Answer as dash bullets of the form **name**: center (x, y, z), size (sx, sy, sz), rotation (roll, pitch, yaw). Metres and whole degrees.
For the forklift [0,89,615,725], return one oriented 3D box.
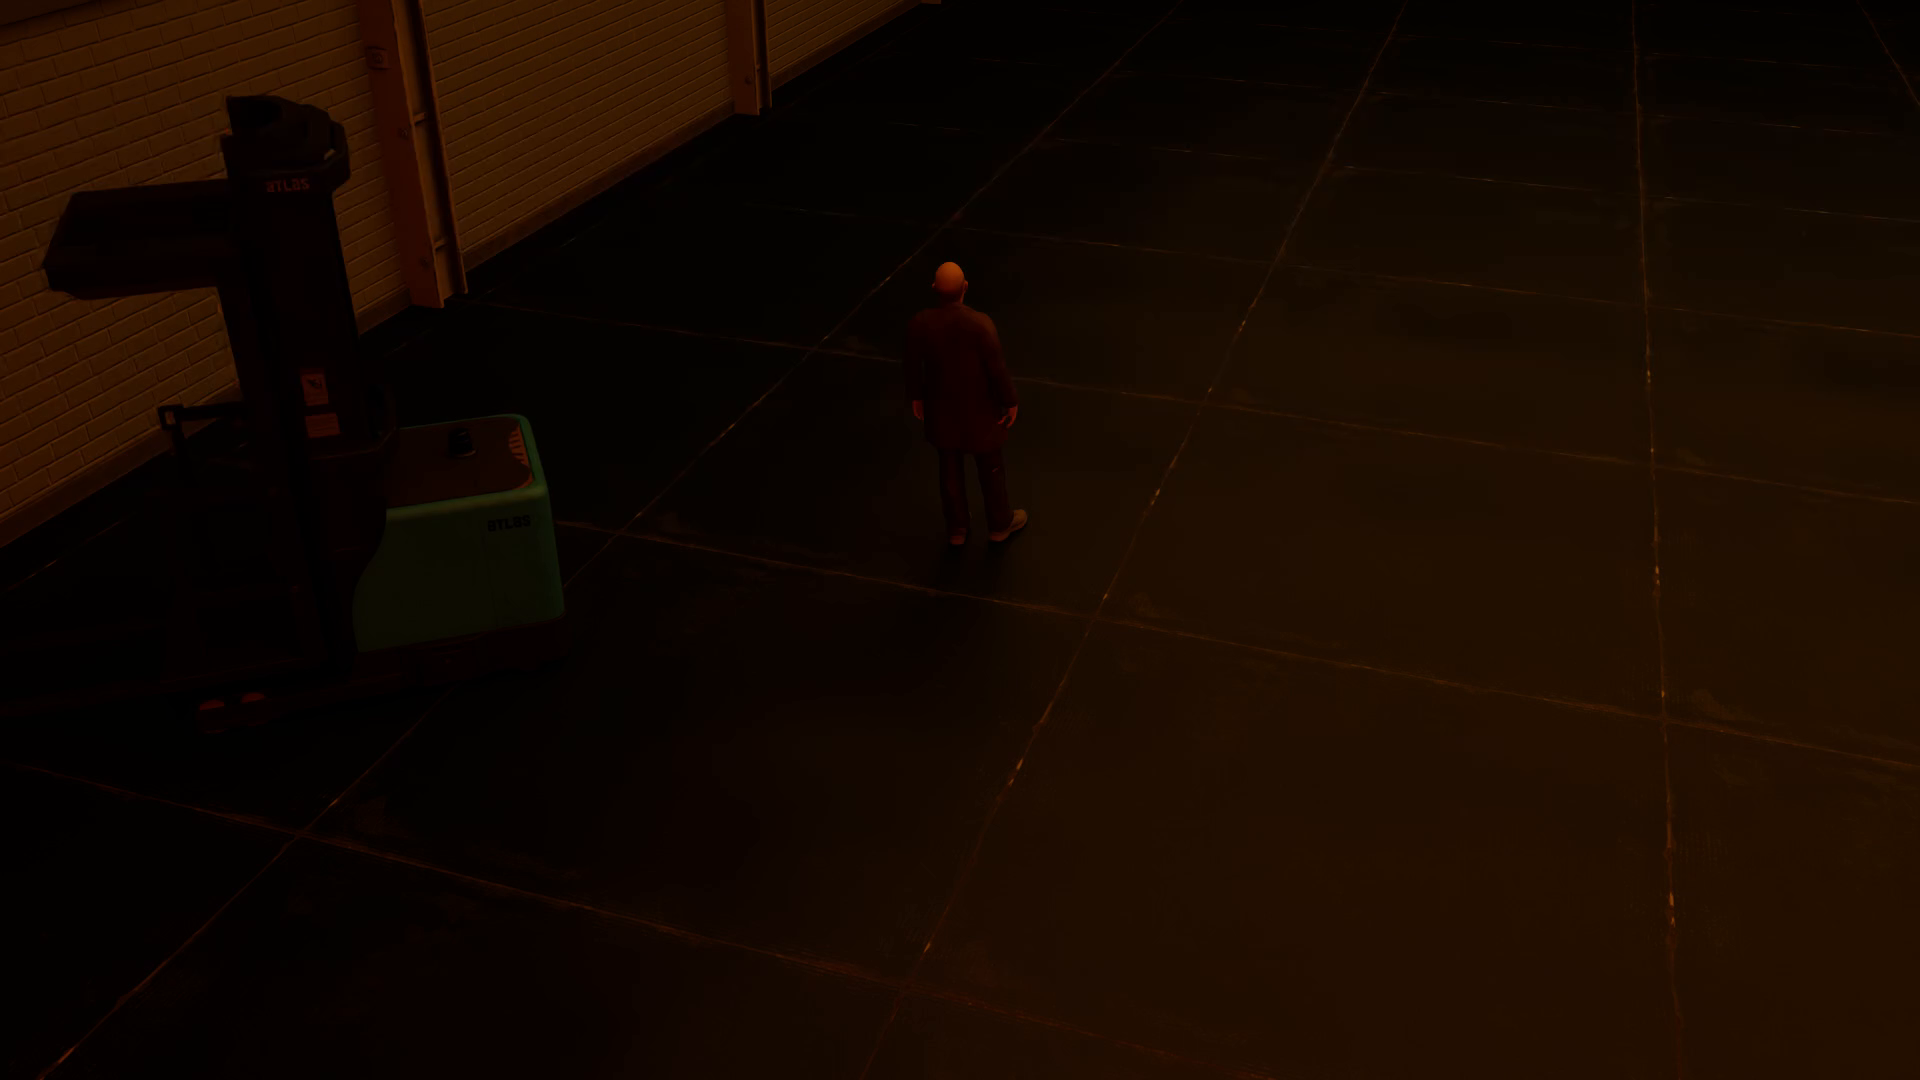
- **forklift**: center (-3.441, -0.629, 8.239), size (3.031, 2.935, 1.130), rotation (-10, 31, -16)

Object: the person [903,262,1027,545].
- **person**: center (0.034, -0.821, 9.726), size (0.697, 1.775, 0.581), rotation (10, 31, 16)
